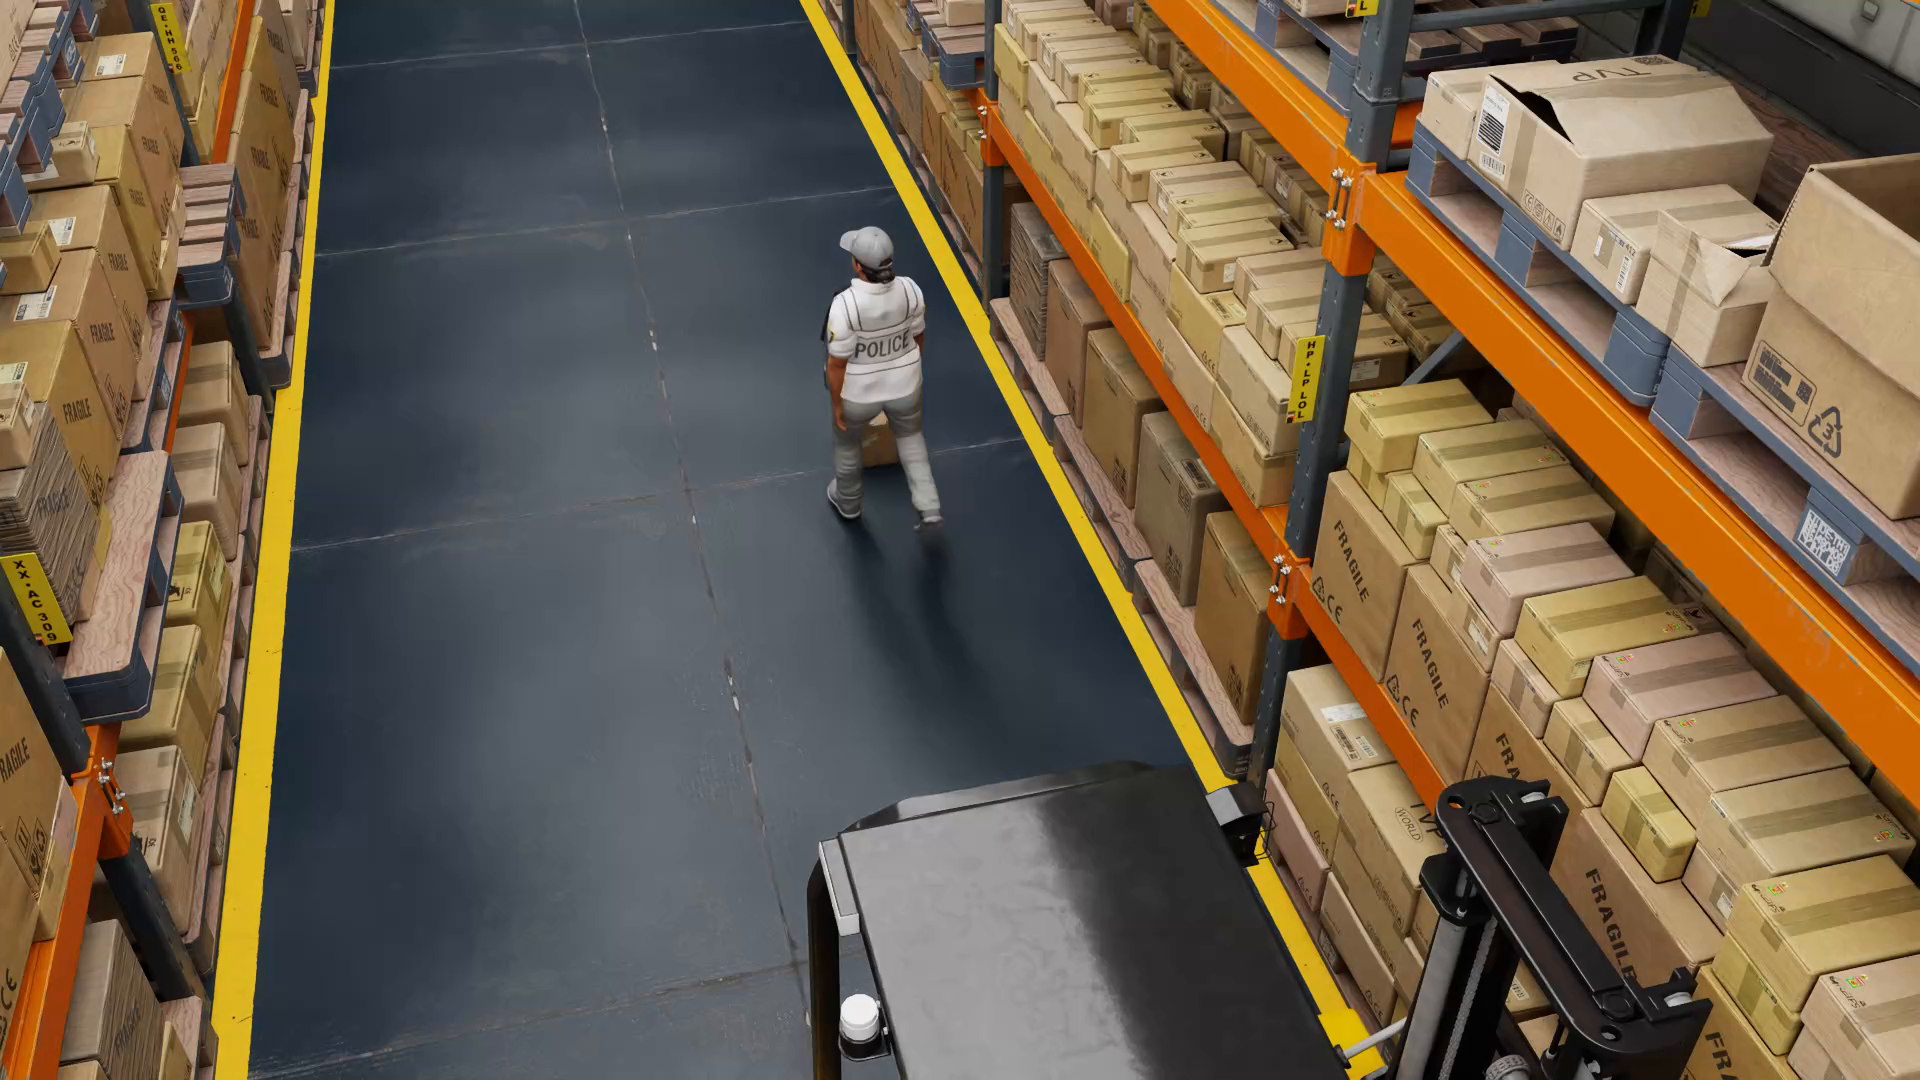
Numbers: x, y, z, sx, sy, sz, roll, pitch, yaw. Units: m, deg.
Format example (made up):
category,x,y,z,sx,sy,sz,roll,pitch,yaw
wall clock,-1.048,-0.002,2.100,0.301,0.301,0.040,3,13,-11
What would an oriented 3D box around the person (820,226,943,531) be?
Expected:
category,x,y,z,sx,sy,sz,roll,pitch,yaw
person,-0.390,-0.720,7.597,0.491,1.639,0.752,-13,40,-16
